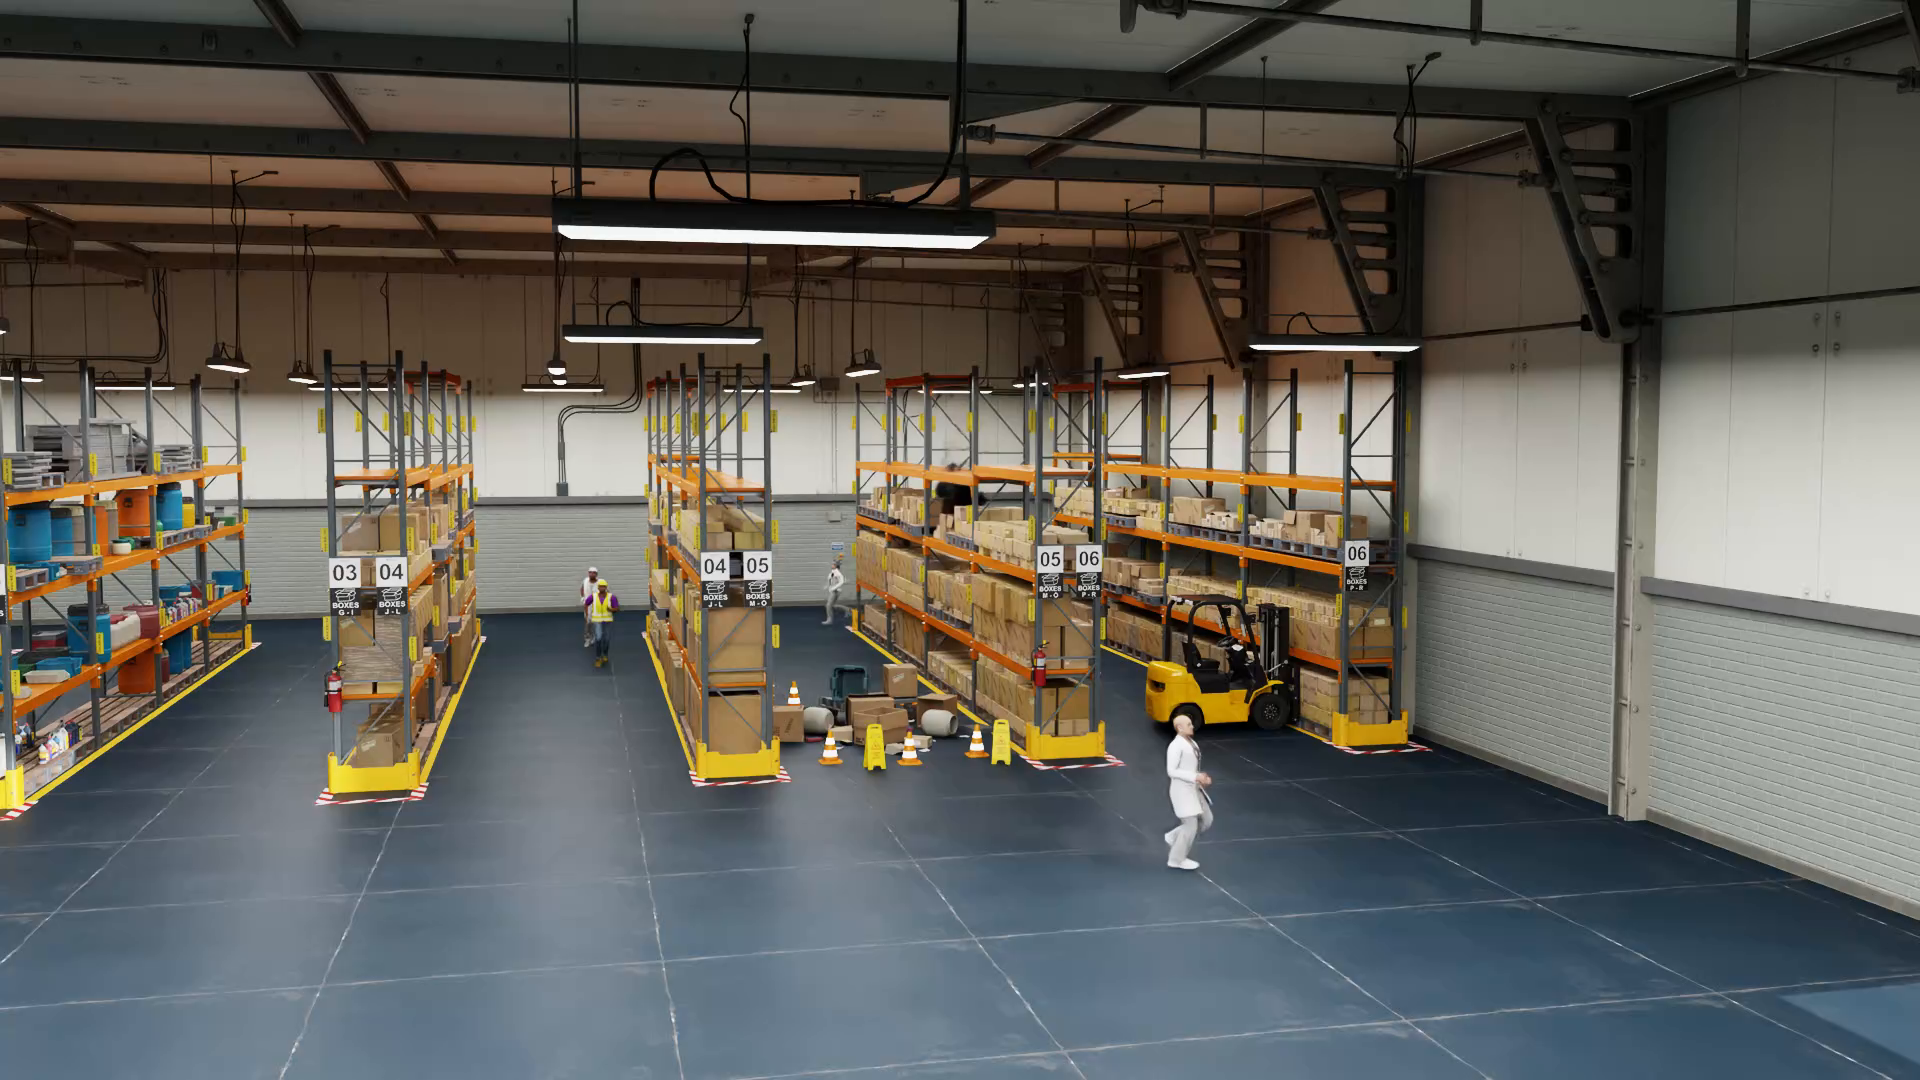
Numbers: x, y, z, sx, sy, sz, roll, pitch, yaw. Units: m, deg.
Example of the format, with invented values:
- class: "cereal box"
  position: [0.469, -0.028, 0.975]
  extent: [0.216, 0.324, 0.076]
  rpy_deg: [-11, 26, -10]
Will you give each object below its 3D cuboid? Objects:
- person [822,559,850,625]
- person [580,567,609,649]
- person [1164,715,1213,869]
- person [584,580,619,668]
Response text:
- class: "person"
  position: [-3.076, 1.294, 41.538]
  extent: [0.740, 1.670, 0.618]
  rpy_deg: [-1, 4, -16]
- class: "person"
  position: [-8.227, 1.502, 37.456]
  extent: [0.669, 1.803, 0.768]
  rpy_deg: [0, 4, -6]
- class: "person"
  position: [2.579, 2.829, 18.678]
  extent: [0.649, 1.730, 0.700]
  rpy_deg: [2, 5, 28]
- class: "person"
  position: [-7.397, 1.734, 34.386]
  extent: [0.669, 1.824, 0.756]
  rpy_deg: [-1, 4, -19]
